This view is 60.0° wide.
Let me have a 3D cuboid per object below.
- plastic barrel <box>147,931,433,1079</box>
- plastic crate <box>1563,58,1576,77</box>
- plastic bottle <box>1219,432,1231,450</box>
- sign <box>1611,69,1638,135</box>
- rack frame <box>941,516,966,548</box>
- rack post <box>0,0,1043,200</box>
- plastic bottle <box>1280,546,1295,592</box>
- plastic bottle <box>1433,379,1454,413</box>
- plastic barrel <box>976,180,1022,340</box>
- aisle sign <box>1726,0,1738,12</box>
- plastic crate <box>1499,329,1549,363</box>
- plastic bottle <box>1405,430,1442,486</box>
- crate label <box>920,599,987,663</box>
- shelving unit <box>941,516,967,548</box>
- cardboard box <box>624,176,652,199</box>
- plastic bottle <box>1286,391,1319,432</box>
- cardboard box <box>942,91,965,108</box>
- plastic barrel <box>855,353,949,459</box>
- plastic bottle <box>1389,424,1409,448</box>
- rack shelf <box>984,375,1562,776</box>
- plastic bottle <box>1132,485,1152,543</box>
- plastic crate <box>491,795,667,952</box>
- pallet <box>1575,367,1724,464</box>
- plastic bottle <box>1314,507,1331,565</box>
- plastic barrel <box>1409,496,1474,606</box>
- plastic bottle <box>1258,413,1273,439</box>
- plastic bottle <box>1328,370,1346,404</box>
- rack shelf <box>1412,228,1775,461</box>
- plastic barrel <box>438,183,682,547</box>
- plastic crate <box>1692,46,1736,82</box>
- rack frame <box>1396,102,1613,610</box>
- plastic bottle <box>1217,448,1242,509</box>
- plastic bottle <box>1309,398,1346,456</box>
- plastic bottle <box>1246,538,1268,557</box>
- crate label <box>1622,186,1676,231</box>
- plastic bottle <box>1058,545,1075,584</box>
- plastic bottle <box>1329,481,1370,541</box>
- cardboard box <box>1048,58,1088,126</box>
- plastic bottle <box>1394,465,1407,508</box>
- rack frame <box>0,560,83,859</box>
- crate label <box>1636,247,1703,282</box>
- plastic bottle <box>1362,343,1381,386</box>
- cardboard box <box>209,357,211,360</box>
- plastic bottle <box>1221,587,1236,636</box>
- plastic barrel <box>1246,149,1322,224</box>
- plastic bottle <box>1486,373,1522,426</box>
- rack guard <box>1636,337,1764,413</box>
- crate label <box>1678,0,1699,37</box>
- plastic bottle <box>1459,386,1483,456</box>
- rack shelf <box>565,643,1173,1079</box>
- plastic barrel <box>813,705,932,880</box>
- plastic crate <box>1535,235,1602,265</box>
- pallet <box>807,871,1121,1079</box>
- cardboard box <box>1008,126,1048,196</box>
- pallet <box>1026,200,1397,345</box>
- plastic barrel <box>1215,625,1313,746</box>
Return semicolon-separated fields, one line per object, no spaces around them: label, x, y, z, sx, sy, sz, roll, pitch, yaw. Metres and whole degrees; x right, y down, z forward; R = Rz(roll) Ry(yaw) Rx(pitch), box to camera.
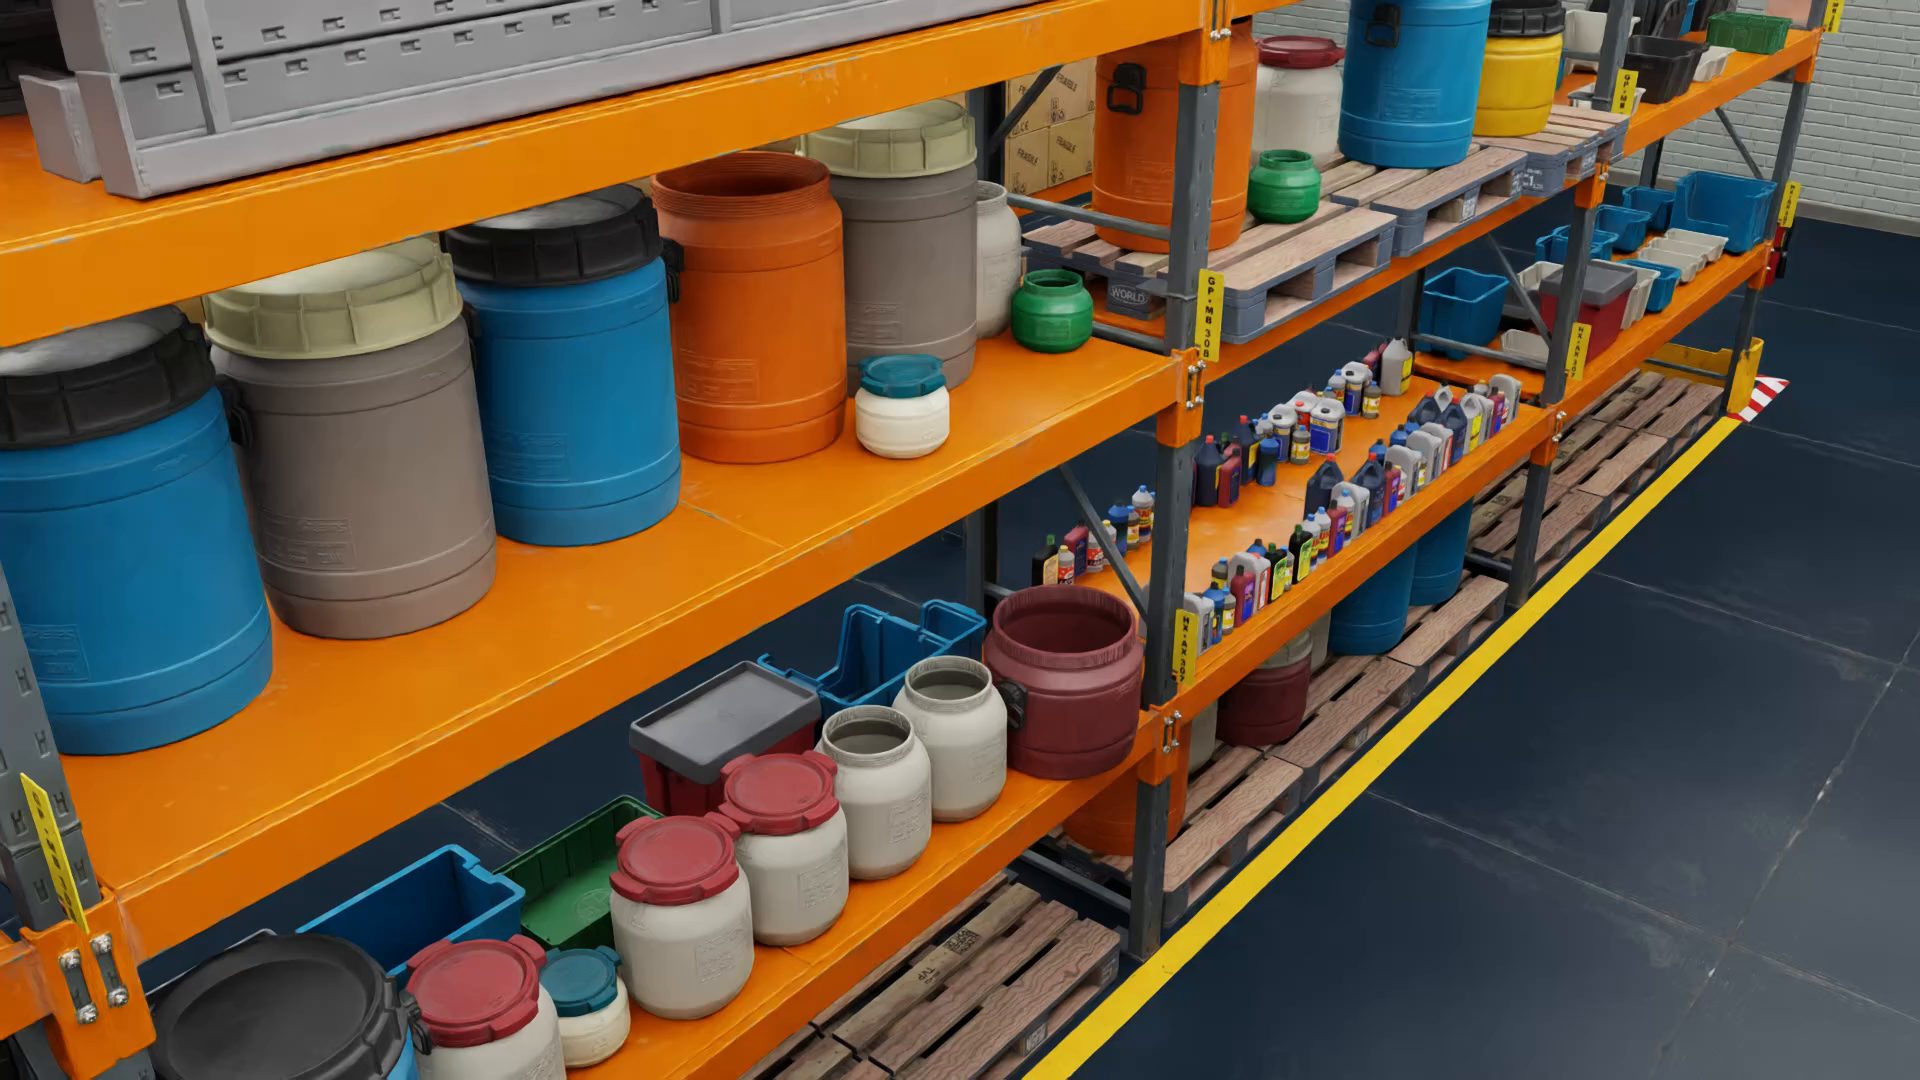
plastic barrel;-1.616;1.484;4.071;0.600;0.901;0.708;21;34;34
plastic crate;3.509;-2.859;10.033;0.293;0.136;0.466;21;34;34
plastic bottle;1.307;-0.397;8.380;0.061;0.283;0.133;21;34;34
sign;3.417;-2.256;8.572;0.100;0.325;0.005;21;34;34
rack frame;-0.044;-0.442;10.462;0.200;1.050;0.008;21;34;34
rack post;-0.909;-1.721;4.066;1.013;1.000;3.121;21;34;34
plastic bottle;1.448;0.122;7.466;0.097;0.201;0.097;0;27;0
plastic bottle;2.550;-0.680;8.853;0.144;0.351;0.185;21;34;34
plastic barrel;0.015;-1.024;6.079;0.421;0.512;0.421;0;27;0
aisle sign;5.354;-3.766;11.937;0.394;0.787;0.004;21;34;34
plastic crate;3.400;-1.114;9.860;0.396;0.136;0.243;21;34;34
plastic bottle;2.353;-0.436;8.463;0.152;0.276;0.135;21;34;34
crate label;-0.108;0.451;6.795;0.303;0.233;0.416;21;34;34
shelving unit;0.034;-0.485;10.545;0.215;1.050;0.252;21;34;34
cardboard box;-1.902;-2.117;11.011;0.700;0.500;0.500;12;30;22
plastic bottle;1.816;-0.645;8.867;0.152;0.276;0.135;21;34;34
cardboard box;-0.310;-3.104;12.288;0.500;0.500;0.500;22;34;36
plastic barrel;-0.180;-0.415;5.173;0.301;0.262;0.301;0;27;0
plastic bottle;2.245;-0.464;8.522;0.097;0.271;0.097;0;27;0
rack shelf;1.721;-0.053;8.370;1.077;0.370;4.000;21;34;34
plastic bottle;0.859;-0.129;7.876;0.097;0.271;0.097;0;27;0
plastic crate;-1.205;1.149;5.494;0.450;0.188;0.662;21;34;34
pallet;4.983;-0.980;12.414;1.003;0.211;1.213;21;34;34
plastic bottle;1.657;-0.026;7.675;0.097;0.271;0.097;0;27;0
plastic barrel;2.634;-0.148;9.598;0.600;0.901;0.708;21;34;34
plastic bottle;1.574;-0.528;8.645;0.097;0.271;0.097;0;27;0
plastic bottle;2.077;-0.808;9.188;0.097;0.271;0.097;0;27;0
rack shelf;4.266;-1.471;11.111;1.077;0.370;4.000;21;34;34
plastic barrel;-1.107;-0.507;4.656;0.600;0.901;0.708;21;34;34
plastic crate;4.415;-2.909;10.132;0.437;0.136;0.530;21;34;34
rack frame;2.993;-1.081;9.575;1.000;3.000;0.127;21;34;34
plastic bottle;1.333;-0.308;8.208;0.061;0.283;0.133;21;34;34
plastic bottle;1.933;-0.601;8.781;0.152;0.276;0.135;21;34;34
plastic bottle;1.316;0.120;7.393;0.097;0.271;0.097;0;27;0
crate label;5.127;-2.460;12.358;0.416;0.233;0.303;21;34;34
plastic bottle;0.465;0.122;7.467;0.097;0.201;0.097;0;27;0
plastic bottle;1.856;-0.159;7.927;0.152;0.276;0.135;21;34;34
cardboard box;0.673;-3.652;13.348;0.500;0.500;0.500;22;35;36
plastic bottle;2.153;-0.271;8.226;0.097;0.201;0.097;0;27;0
rack frame;-2.095;-0.909;2.714;1.000;3.000;0.127;21;34;34
crate label;4.805;-1.862;11.307;0.396;0.136;0.243;21;34;34
plastic bottle;2.346;-0.977;9.500;0.061;0.283;0.133;21;34;34
cardboard box;-4.089;-0.812;9.152;0.500;0.311;0.500;20;34;34
plastic bottle;1.131;0.299;7.124;0.097;0.201;0.097;0;27;0
plastic barrel;1.301;-1.421;6.680;0.294;0.245;0.294;0;27;0
plastic bottle;2.992;-0.792;9.151;0.152;0.276;0.135;21;34;34
rack guard;5.543;-1.401;12.915;1.175;0.500;0.348;21;34;34
crate label;4.702;-3.533;11.212;0.408;0.251;0.502;21;34;34
plastic bottle;2.661;-0.638;8.772;0.144;0.351;0.185;21;34;34
rack shelf;-0.823;1.366;5.629;1.077;0.370;4.000;21;34;34
plastic barrel;-0.308;0.864;5.694;0.421;0.512;0.421;0;27;0
plastic crate;4.098;-1.887;11.250;0.416;0.233;0.300;21;34;34
pallet;-0.074;1.839;6.966;1.003;0.211;1.213;21;34;34
cardboard box;0.351;-3.035;13.243;0.500;0.500;0.500;21;34;34
pallet;1.011;-1.154;6.657;1.003;0.211;1.213;21;34;34
plastic barrel;1.466;0.643;8.410;0.600;0.588;0.708;21;34;34
